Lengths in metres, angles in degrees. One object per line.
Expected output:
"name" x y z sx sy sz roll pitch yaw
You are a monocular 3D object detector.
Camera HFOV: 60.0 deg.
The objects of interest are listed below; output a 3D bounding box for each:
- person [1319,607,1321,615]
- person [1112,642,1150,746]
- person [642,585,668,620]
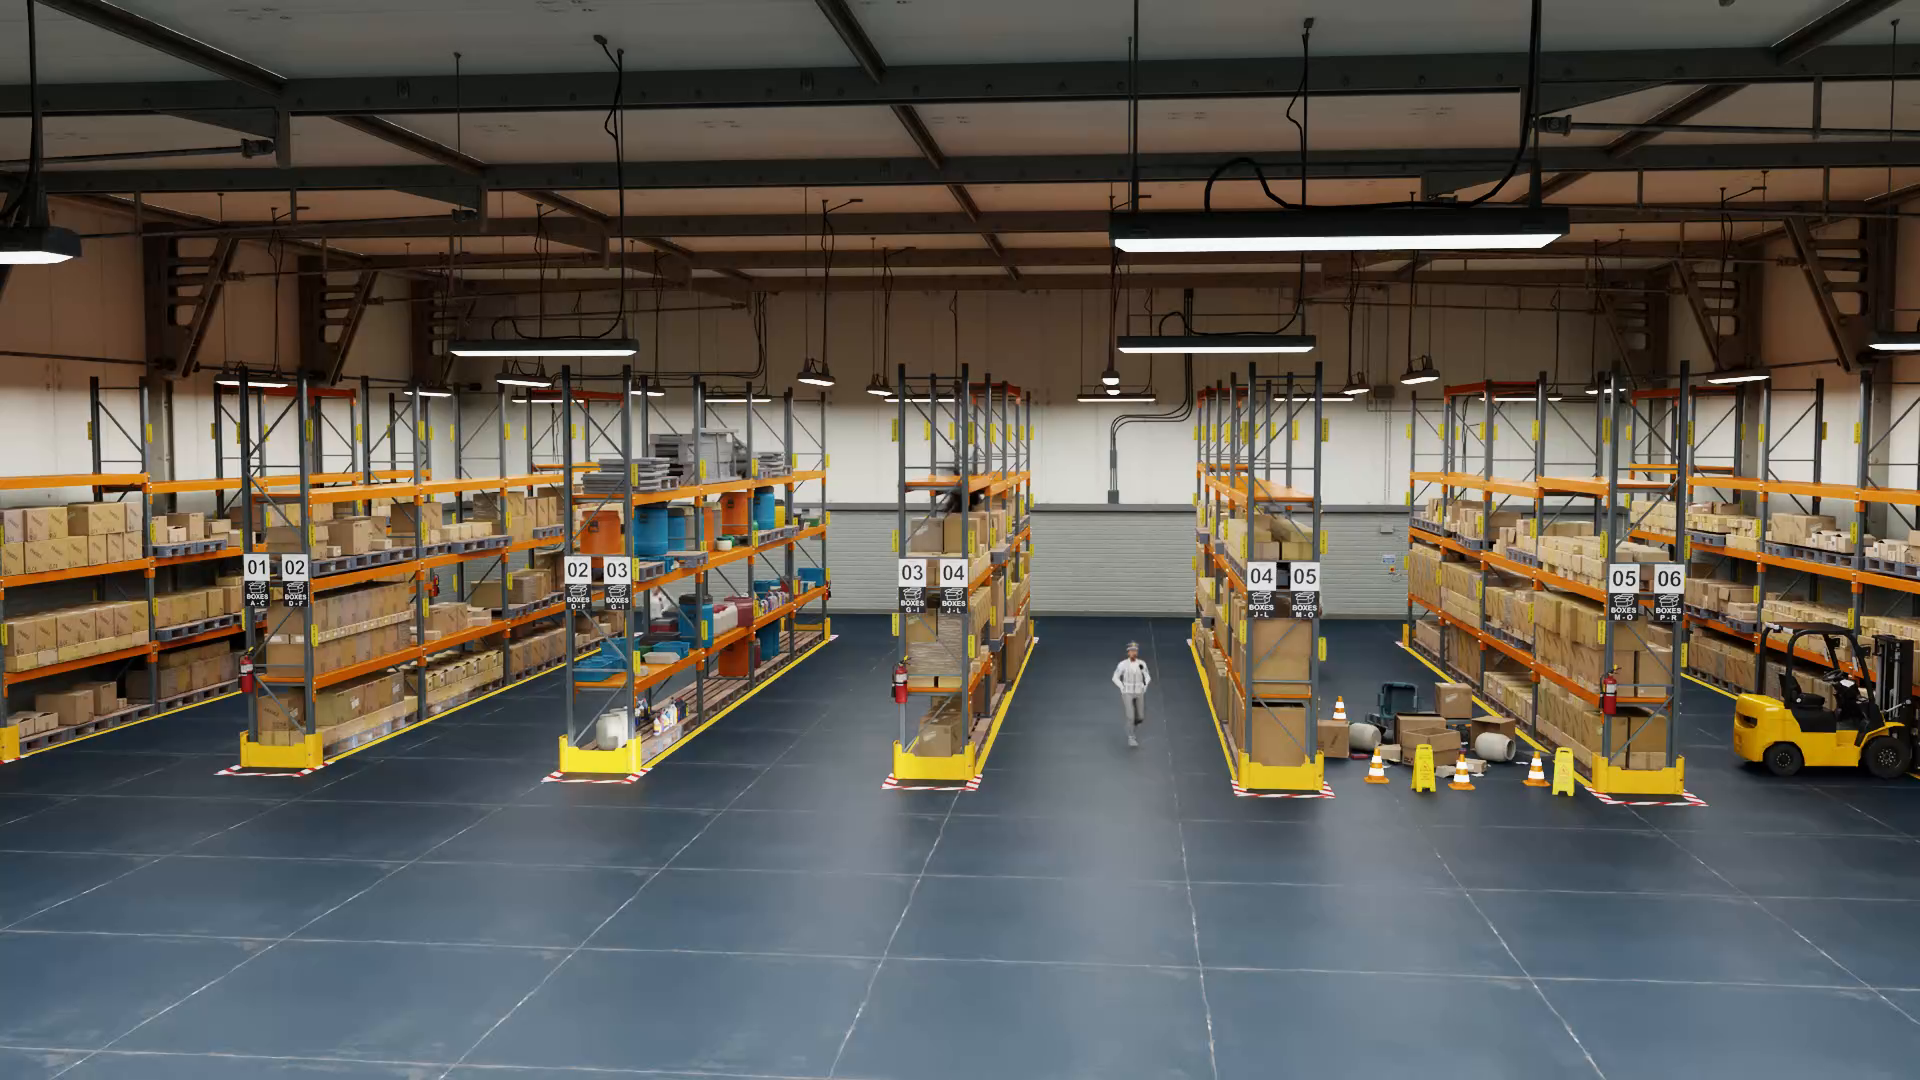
"person" 7.533 1.811 36.313 0.685 1.736 0.599 0 4 0
"person" 2.766 2.459 26.752 0.616 1.649 0.610 0 4 -6
"person" -6.868 1.762 37.405 0.576 1.653 0.590 -1 4 -11
